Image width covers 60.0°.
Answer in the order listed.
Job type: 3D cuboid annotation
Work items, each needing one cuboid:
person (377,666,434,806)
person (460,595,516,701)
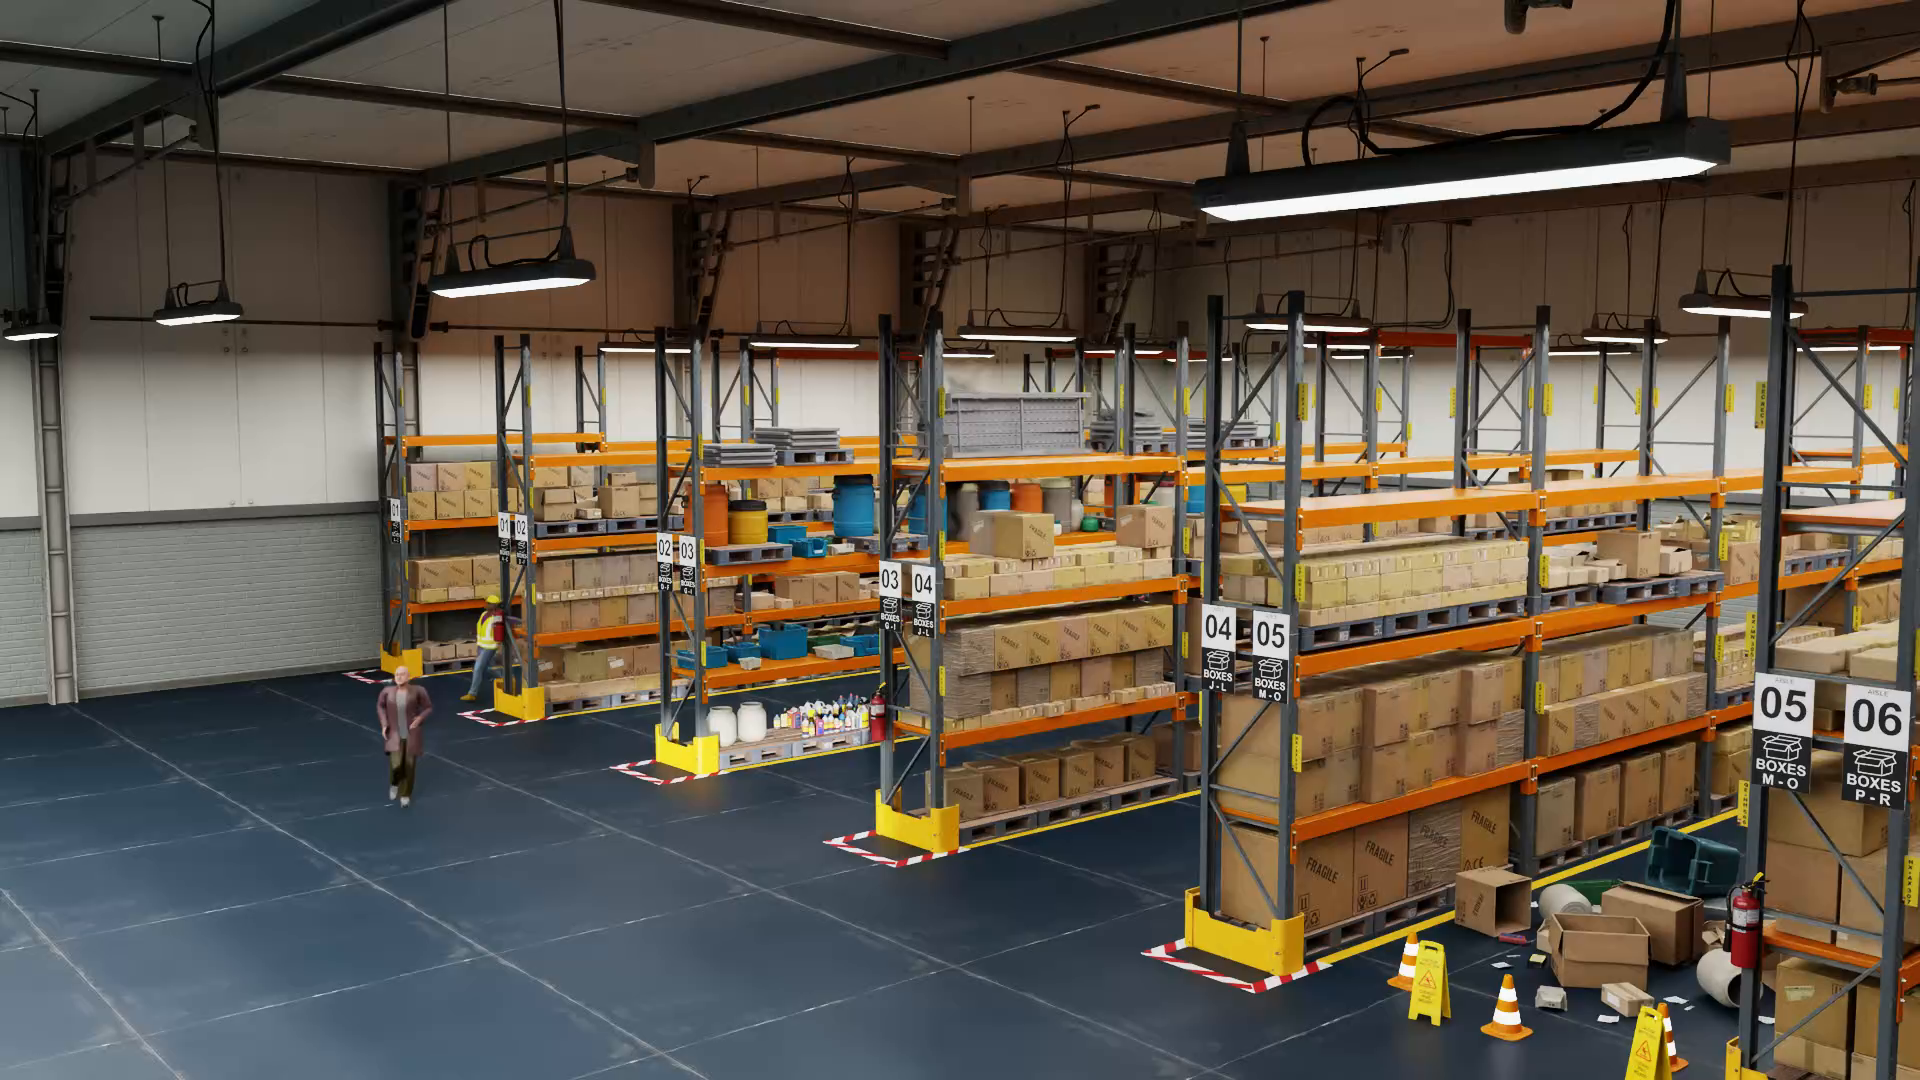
[{"bbox_3d":[-6.864,2.427,20.549,0.692,1.747,0.650,-1,5,-12],"label":"person"},{"bbox_3d":[-7.861,1.775,27.549,0.750,1.725,0.970,5,7,44],"label":"person"}]
